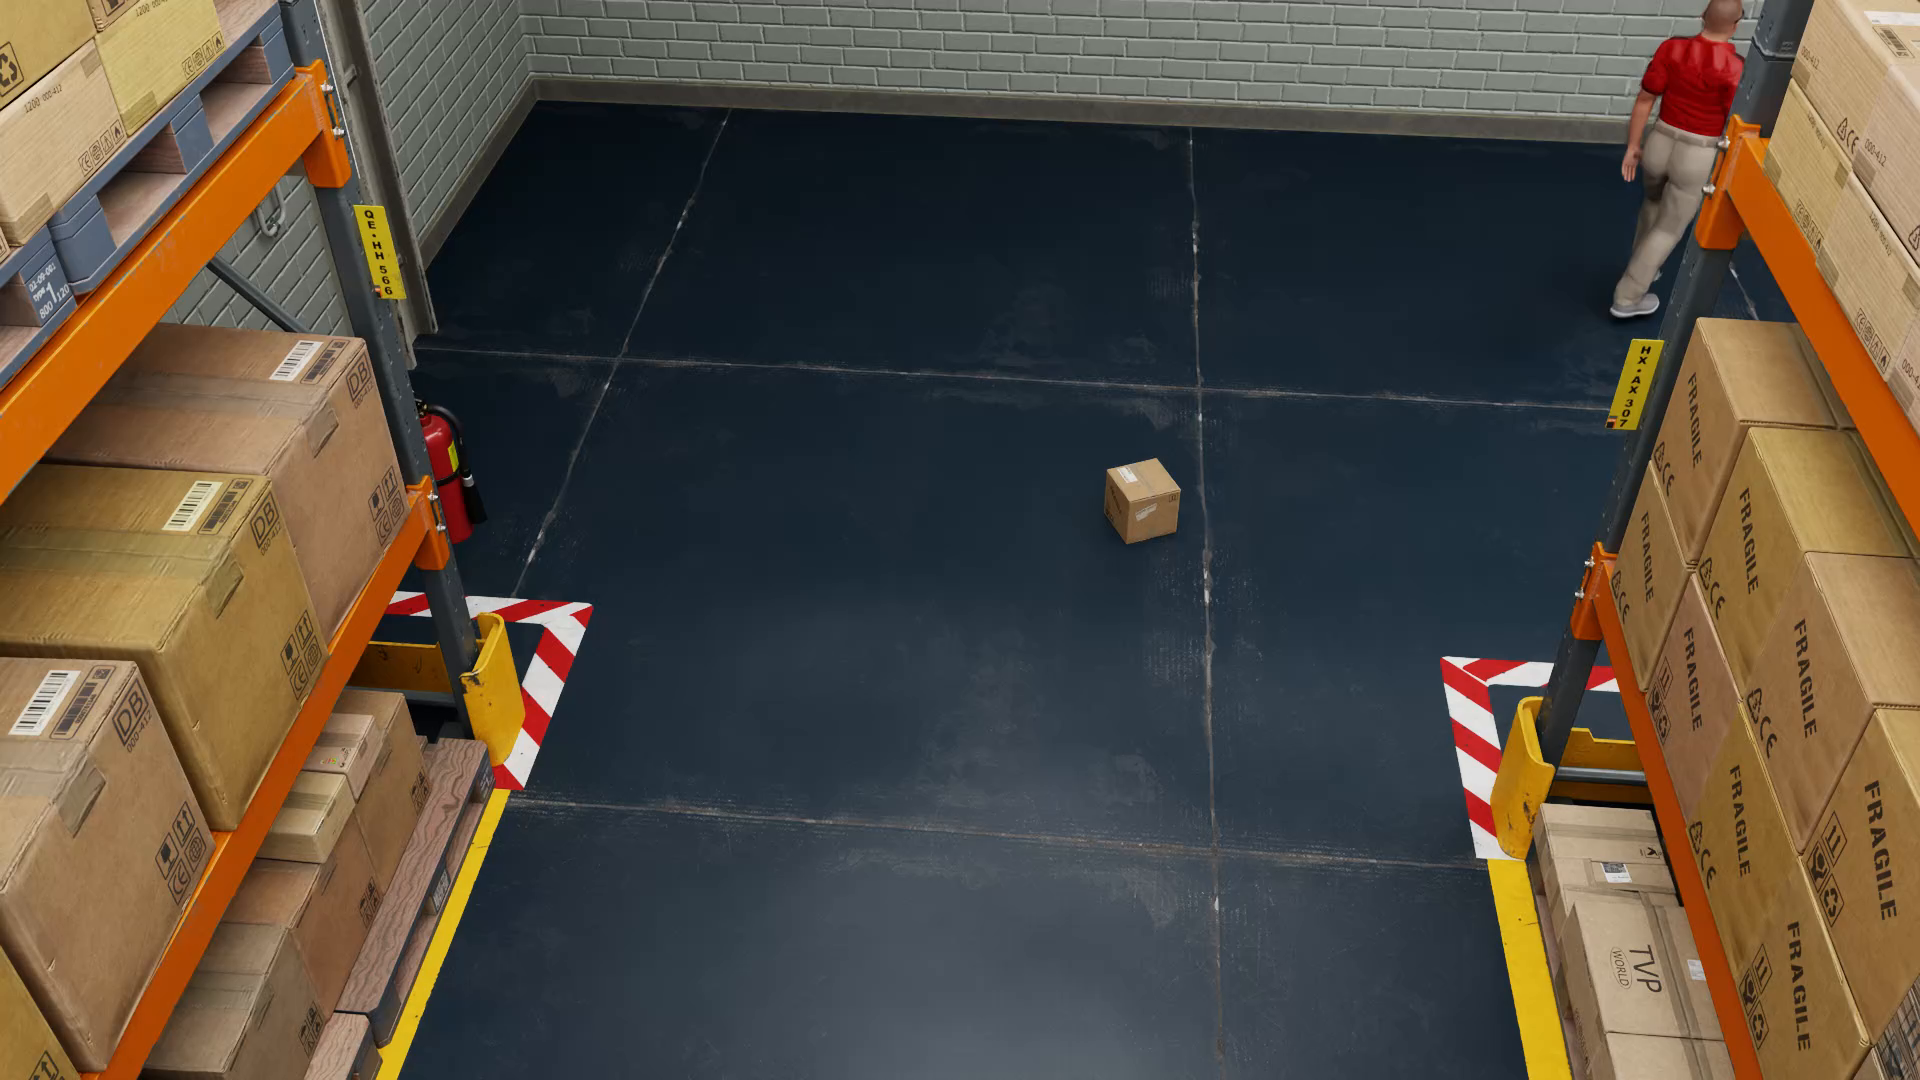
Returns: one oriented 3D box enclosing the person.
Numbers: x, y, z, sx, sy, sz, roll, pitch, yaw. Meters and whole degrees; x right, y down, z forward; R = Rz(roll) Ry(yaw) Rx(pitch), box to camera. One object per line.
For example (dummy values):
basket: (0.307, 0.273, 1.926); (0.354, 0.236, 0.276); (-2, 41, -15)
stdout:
person: (3.741, -1.949, 8.538); (0.713, 1.787, 0.552); (-27, 47, -28)
